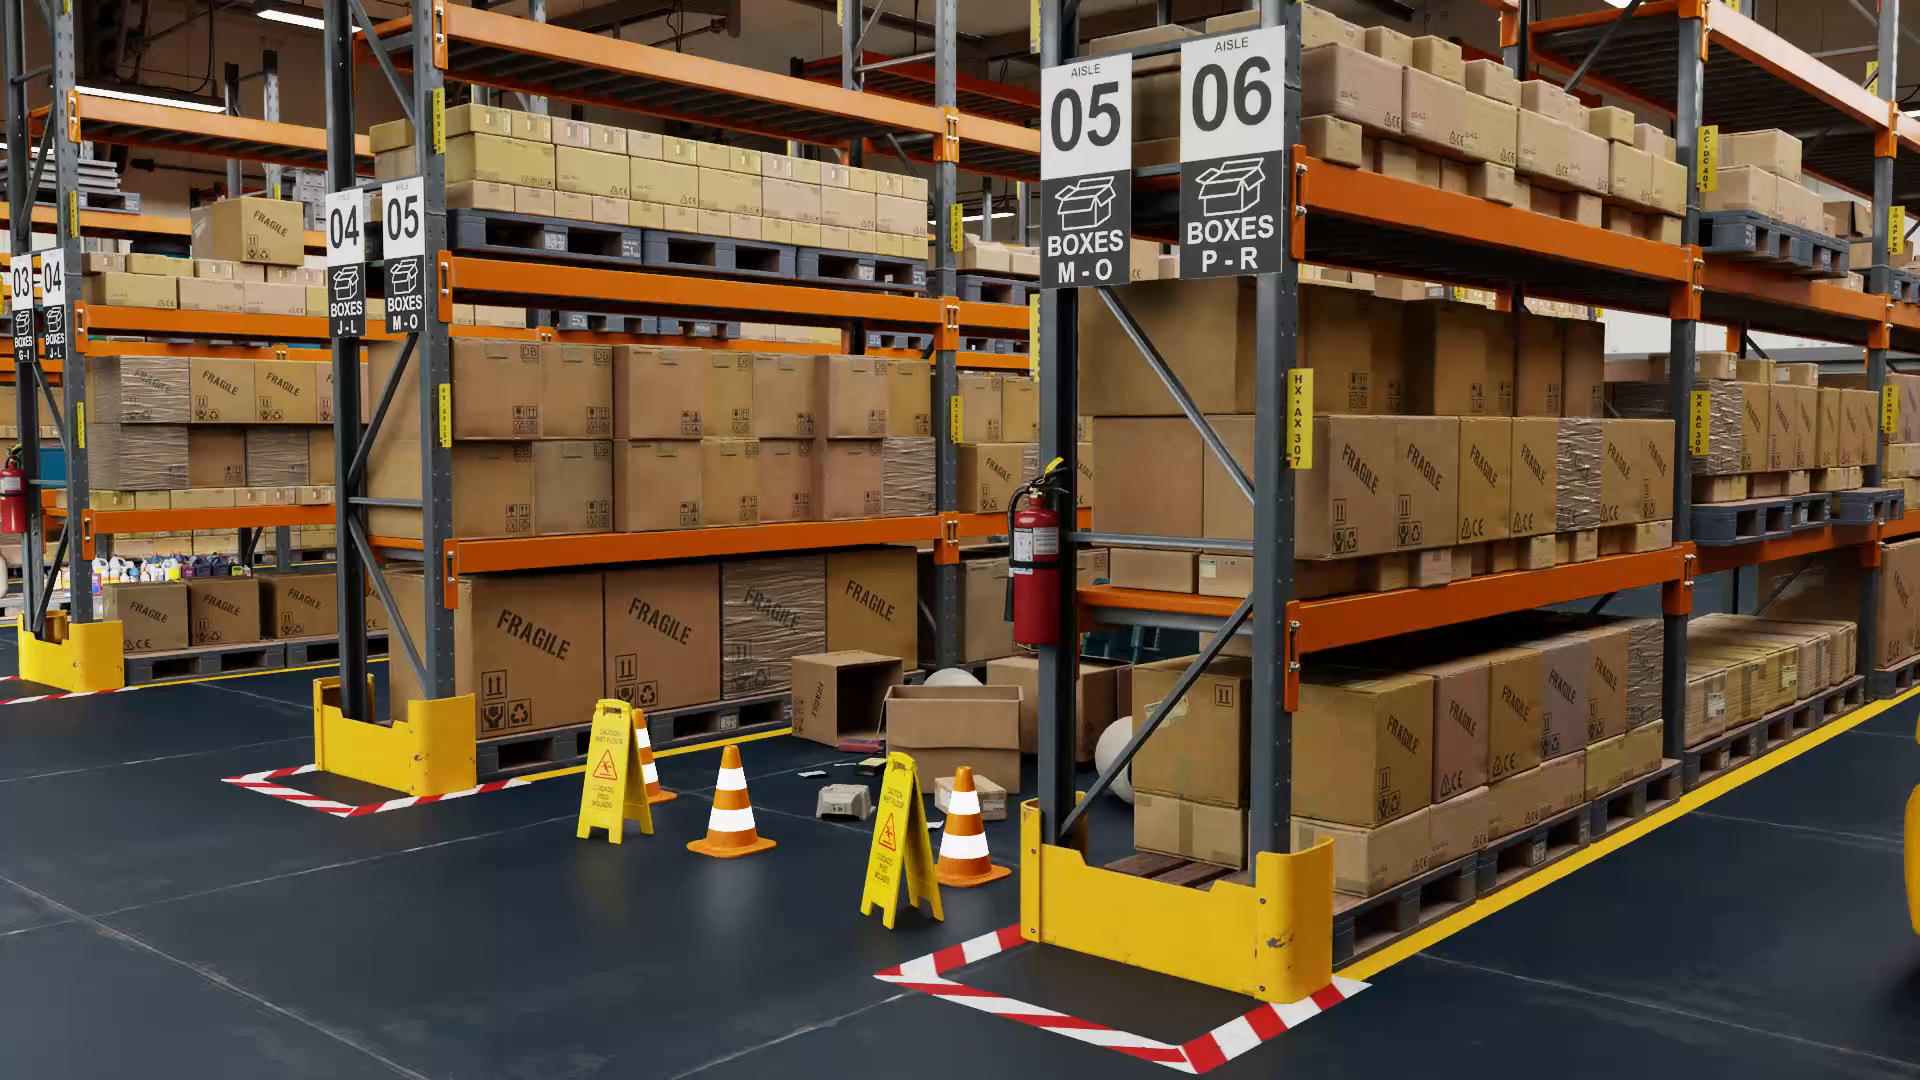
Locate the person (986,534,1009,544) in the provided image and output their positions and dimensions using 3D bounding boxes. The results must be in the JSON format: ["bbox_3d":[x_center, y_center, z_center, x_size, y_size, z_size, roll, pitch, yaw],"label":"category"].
[{"bbox_3d":[0.465,-0.090,18.118,0.482,1.591,0.347,3,5,37],"label":"person"}]
